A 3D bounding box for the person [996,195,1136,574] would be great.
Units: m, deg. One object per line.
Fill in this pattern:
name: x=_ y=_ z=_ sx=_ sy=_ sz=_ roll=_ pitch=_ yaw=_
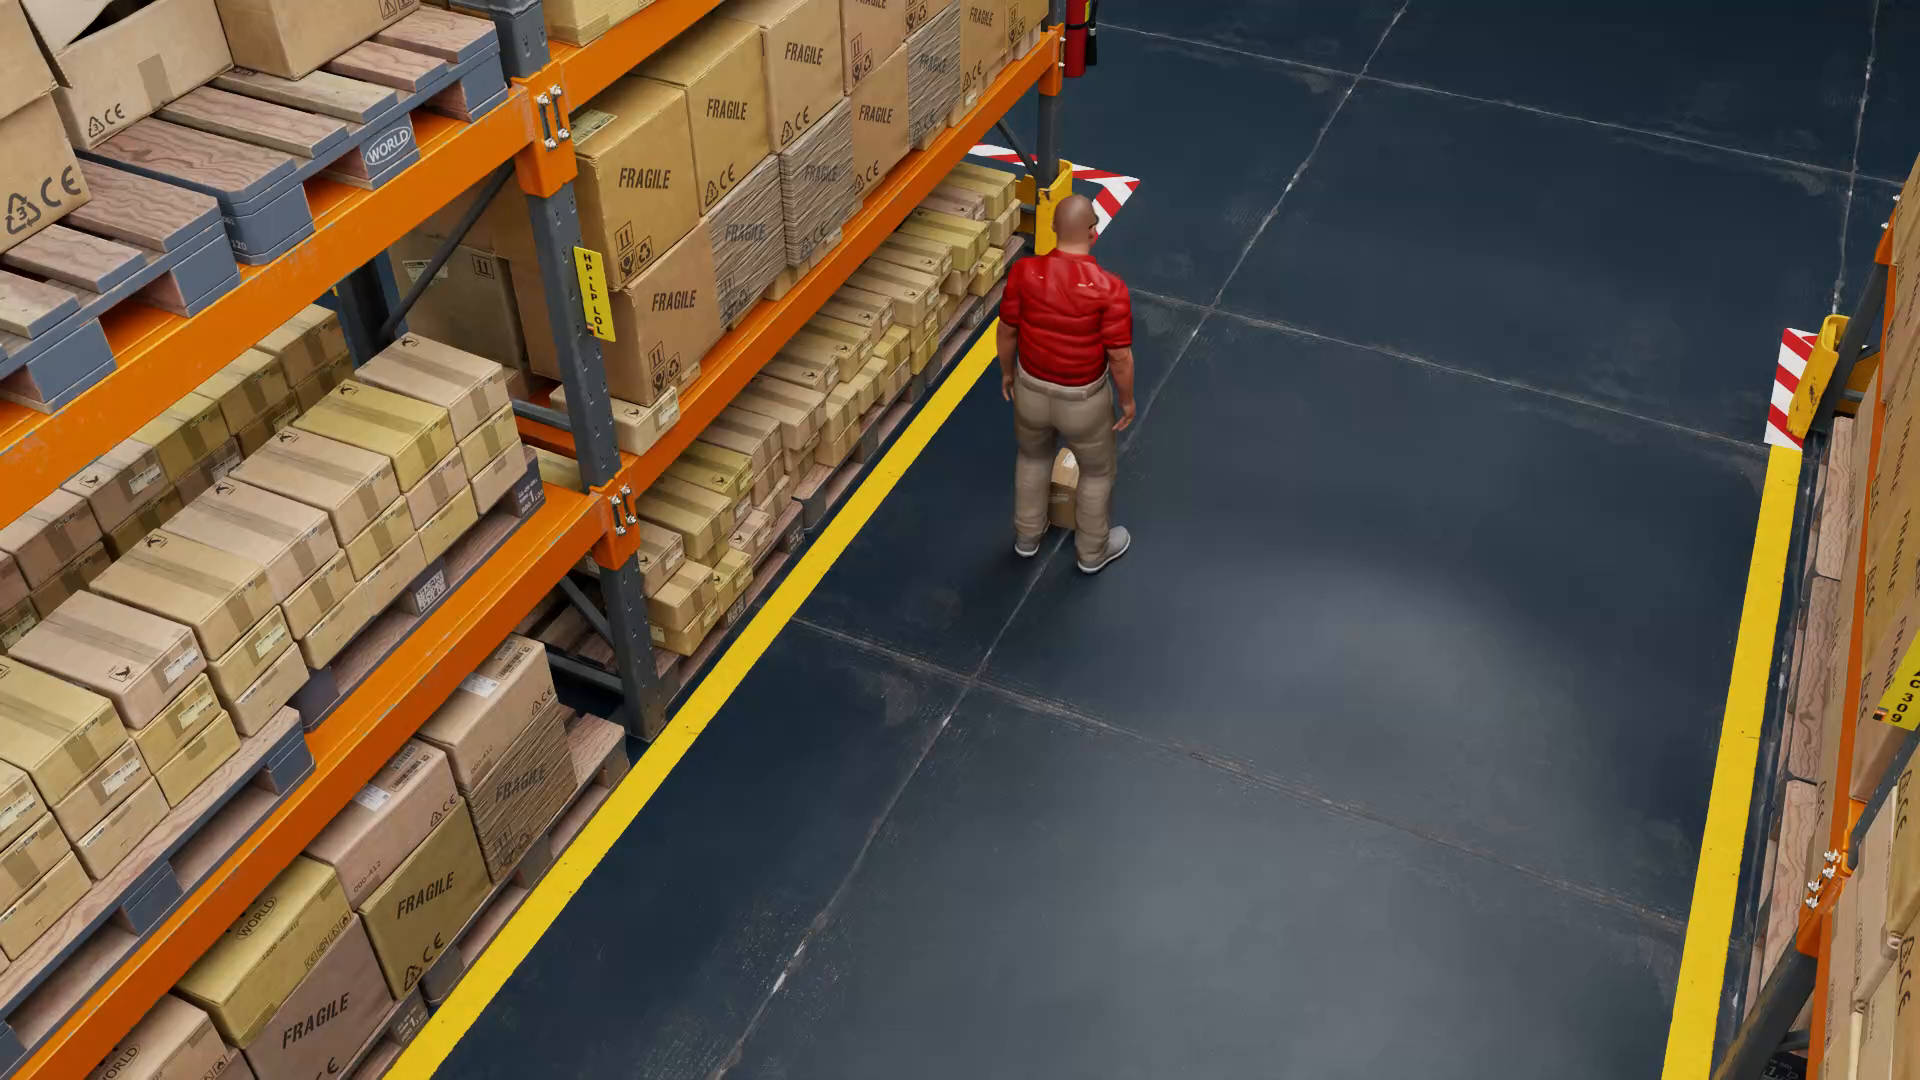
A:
person: x=0.437 y=-0.616 z=6.860 sx=0.589 sy=1.726 sz=0.393 roll=16 pitch=44 yaw=18
